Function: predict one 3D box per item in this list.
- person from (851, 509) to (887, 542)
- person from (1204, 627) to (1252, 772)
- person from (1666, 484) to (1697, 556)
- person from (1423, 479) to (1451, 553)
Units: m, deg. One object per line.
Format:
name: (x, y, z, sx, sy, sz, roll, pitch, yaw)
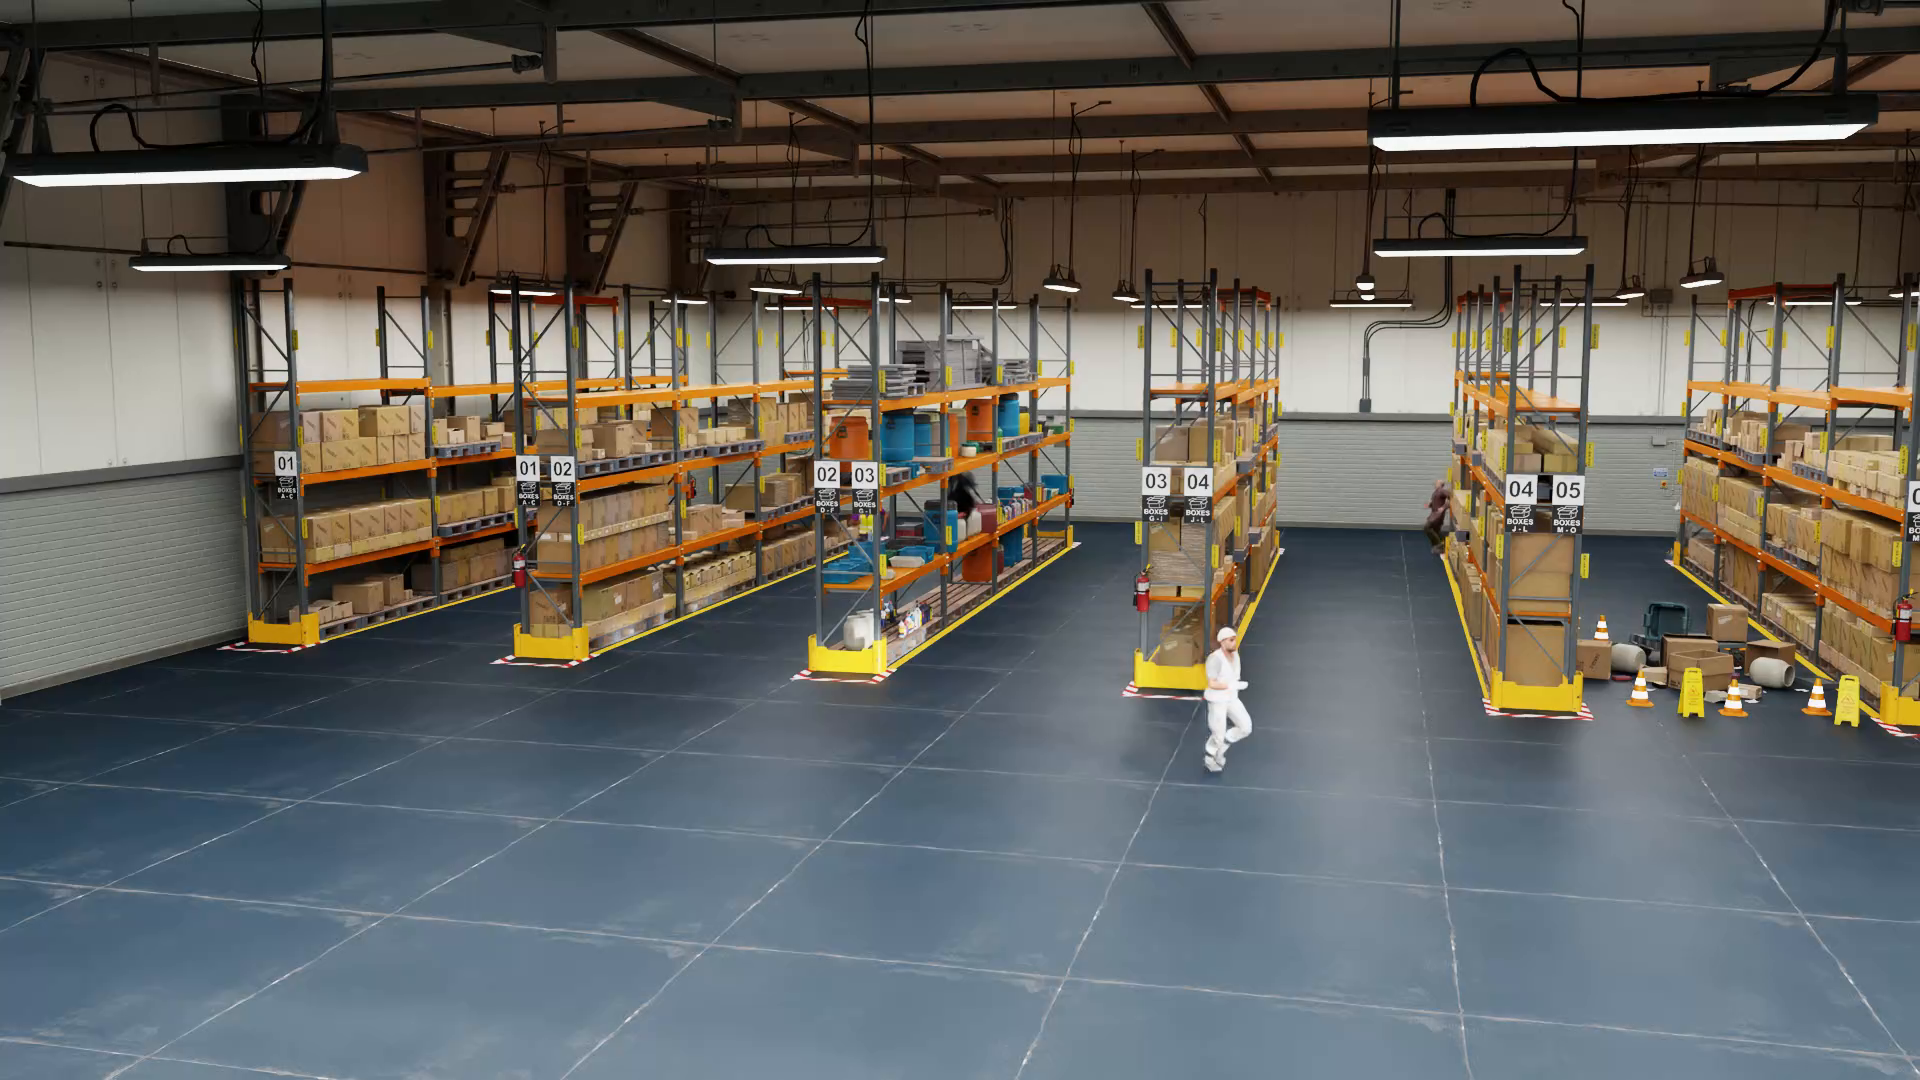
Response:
person: (-1.933, -0.150, 35.299, 0.710, 1.715, 0.941, 1, 7, 10)
person: (3.069, 1.846, 19.078, 0.704, 1.726, 0.726, -6, 9, -39)
person: (16.751, -0.459, 38.325, 0.882, 1.792, 0.705, 4, 8, 29)
person: (11.219, -0.561, 39.101, 0.660, 1.759, 0.802, 0, 7, 3)
